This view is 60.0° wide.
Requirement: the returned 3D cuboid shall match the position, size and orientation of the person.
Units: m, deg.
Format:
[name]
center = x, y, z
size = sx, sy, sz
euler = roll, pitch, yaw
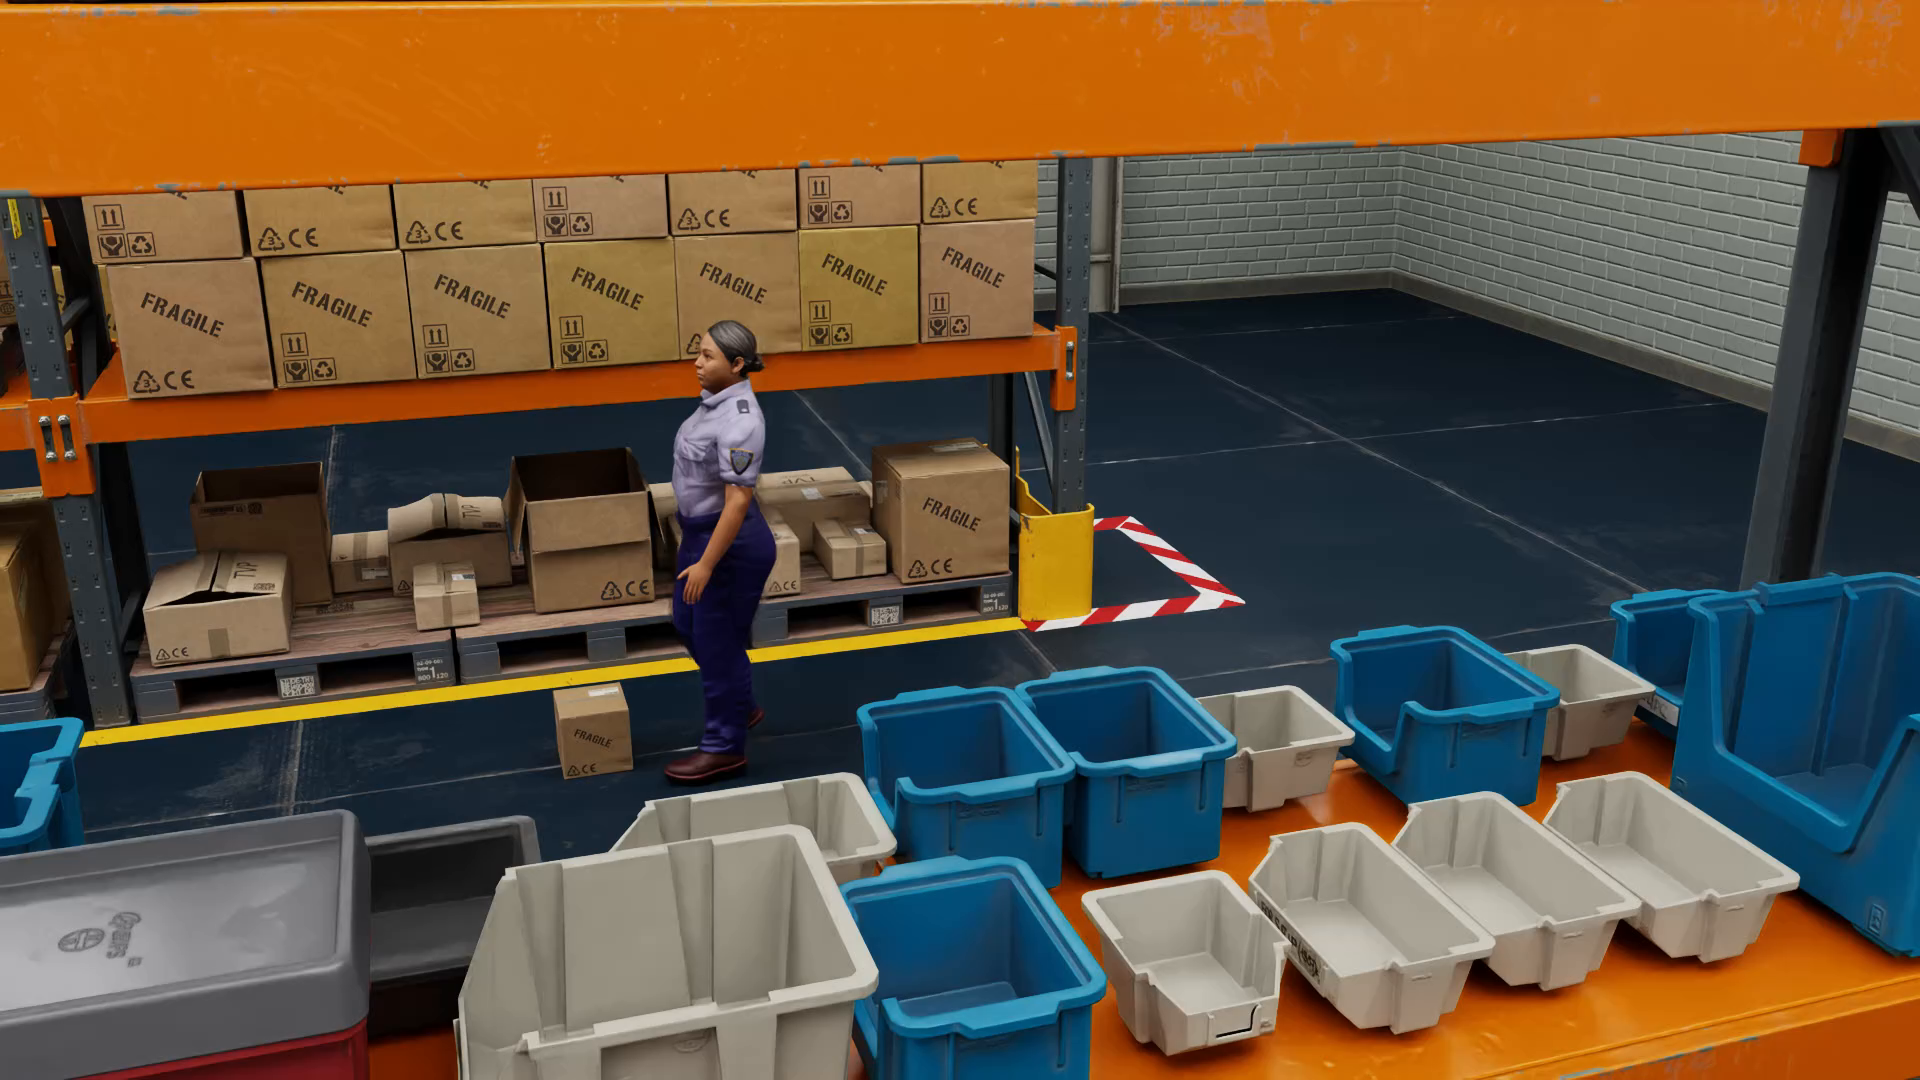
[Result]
[person]
center = -0.883, 0.067, 5.915
size = 0.439, 1.714, 0.522
euler = -5, 20, -14
